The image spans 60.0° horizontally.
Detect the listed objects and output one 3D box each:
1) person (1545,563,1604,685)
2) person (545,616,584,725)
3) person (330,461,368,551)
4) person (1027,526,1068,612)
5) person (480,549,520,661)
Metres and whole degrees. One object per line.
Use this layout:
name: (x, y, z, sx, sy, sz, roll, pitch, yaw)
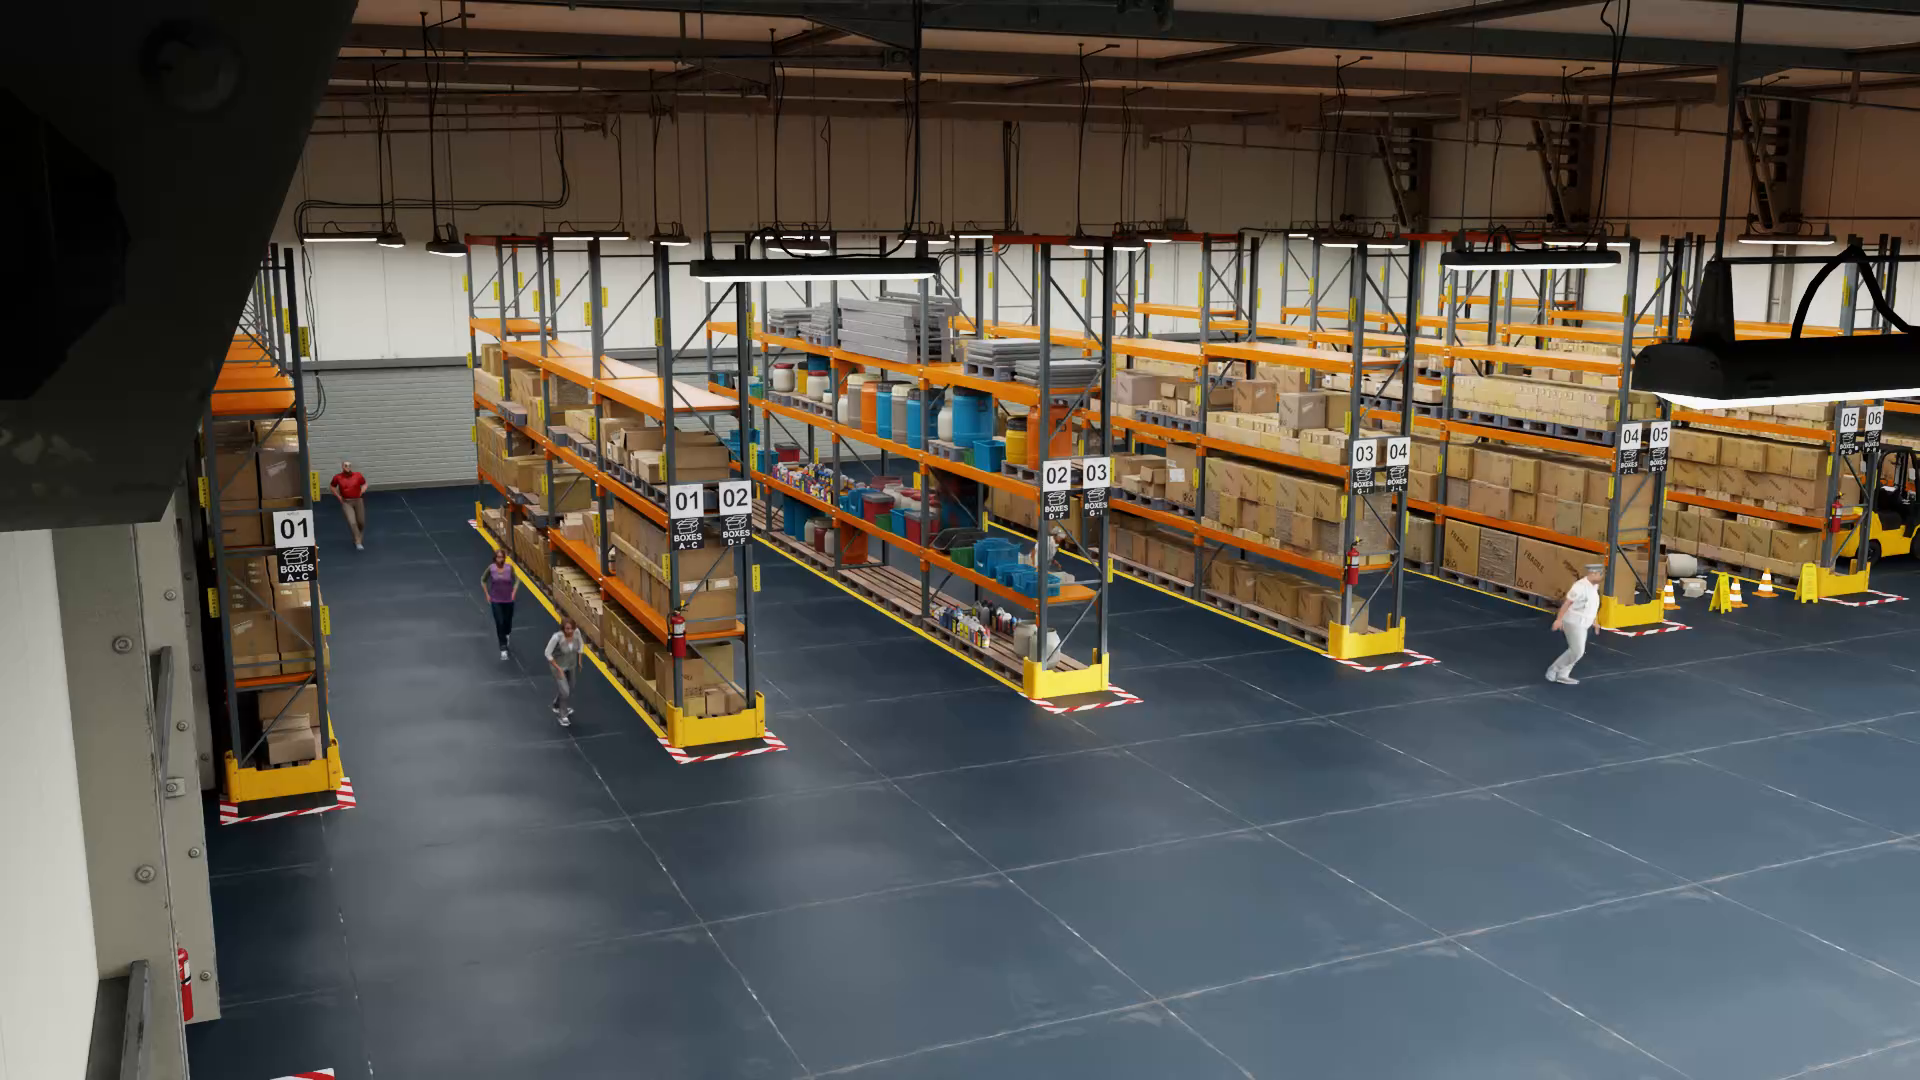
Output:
person: (8.424, 1.149, 22.759, 0.590, 1.708, 0.708, 9, 14, 39)
person: (-5.001, 1.618, 21.015, 0.779, 1.466, 0.588, 9, 14, 39)
person: (-11.828, -0.691, 32.274, 0.669, 1.732, 0.850, -6, 13, -30)
person: (1.291, 0.489, 26.839, 0.932, 1.466, 0.623, 5, 12, 24)
person: (-6.723, 0.900, 24.363, 0.559, 1.604, 0.800, -4, 12, -19)
